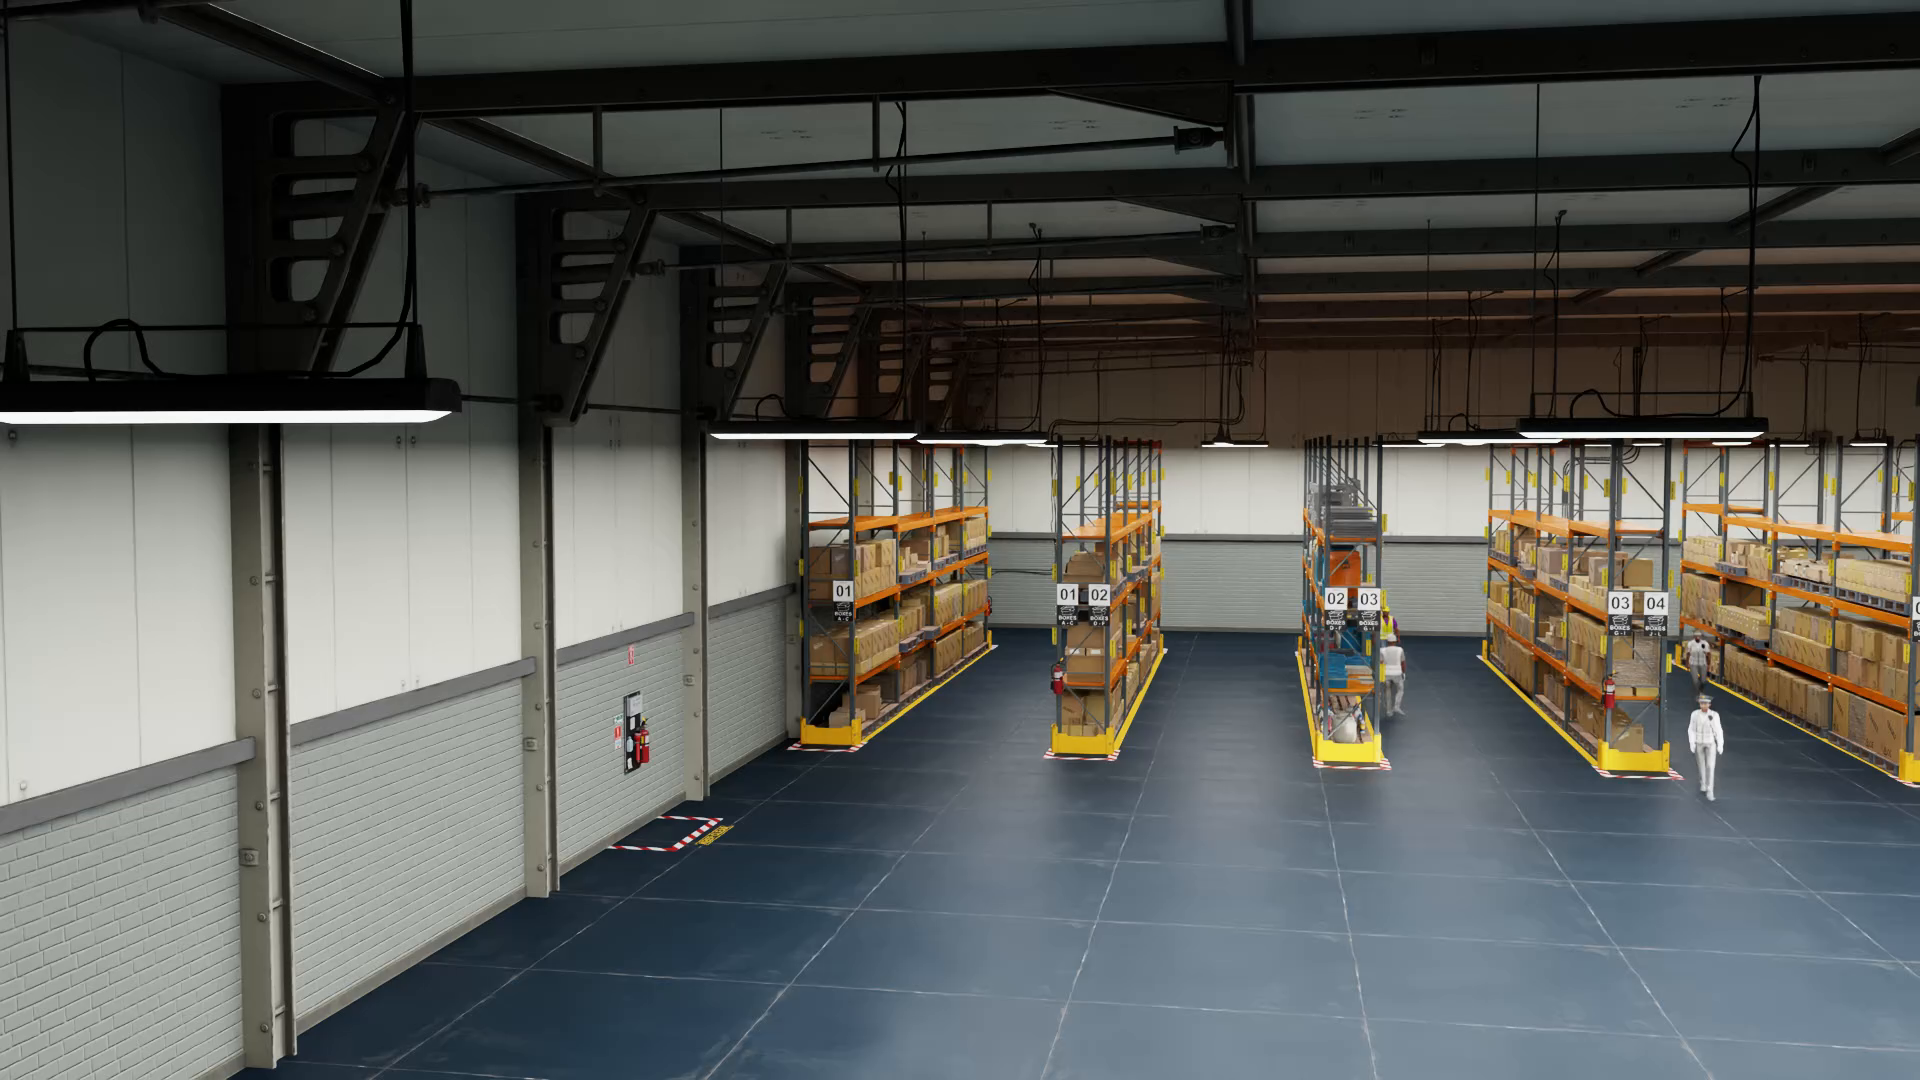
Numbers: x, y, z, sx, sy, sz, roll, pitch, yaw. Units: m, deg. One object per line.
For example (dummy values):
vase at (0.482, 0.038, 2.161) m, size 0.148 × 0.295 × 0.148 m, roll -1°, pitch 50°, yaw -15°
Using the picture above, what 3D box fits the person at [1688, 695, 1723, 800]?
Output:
person at (12.346, 3.395, 27.578) m, size 0.520 × 1.667 × 0.790 m, roll 3°, pitch 4°, yaw 40°

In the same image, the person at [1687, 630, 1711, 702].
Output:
person at (16.867, 2.851, 37.985) m, size 0.500 × 1.654 × 0.594 m, roll 1°, pitch 3°, yaw 23°

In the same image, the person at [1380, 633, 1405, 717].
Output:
person at (9.284, 2.904, 35.747) m, size 0.577 × 1.786 × 0.512 m, roll 1°, pitch 3°, yaw 21°

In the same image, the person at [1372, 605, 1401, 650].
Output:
person at (10.865, 2.575, 42.386) m, size 0.679 × 1.830 × 0.506 m, roll 0°, pitch 3°, yaw -5°
